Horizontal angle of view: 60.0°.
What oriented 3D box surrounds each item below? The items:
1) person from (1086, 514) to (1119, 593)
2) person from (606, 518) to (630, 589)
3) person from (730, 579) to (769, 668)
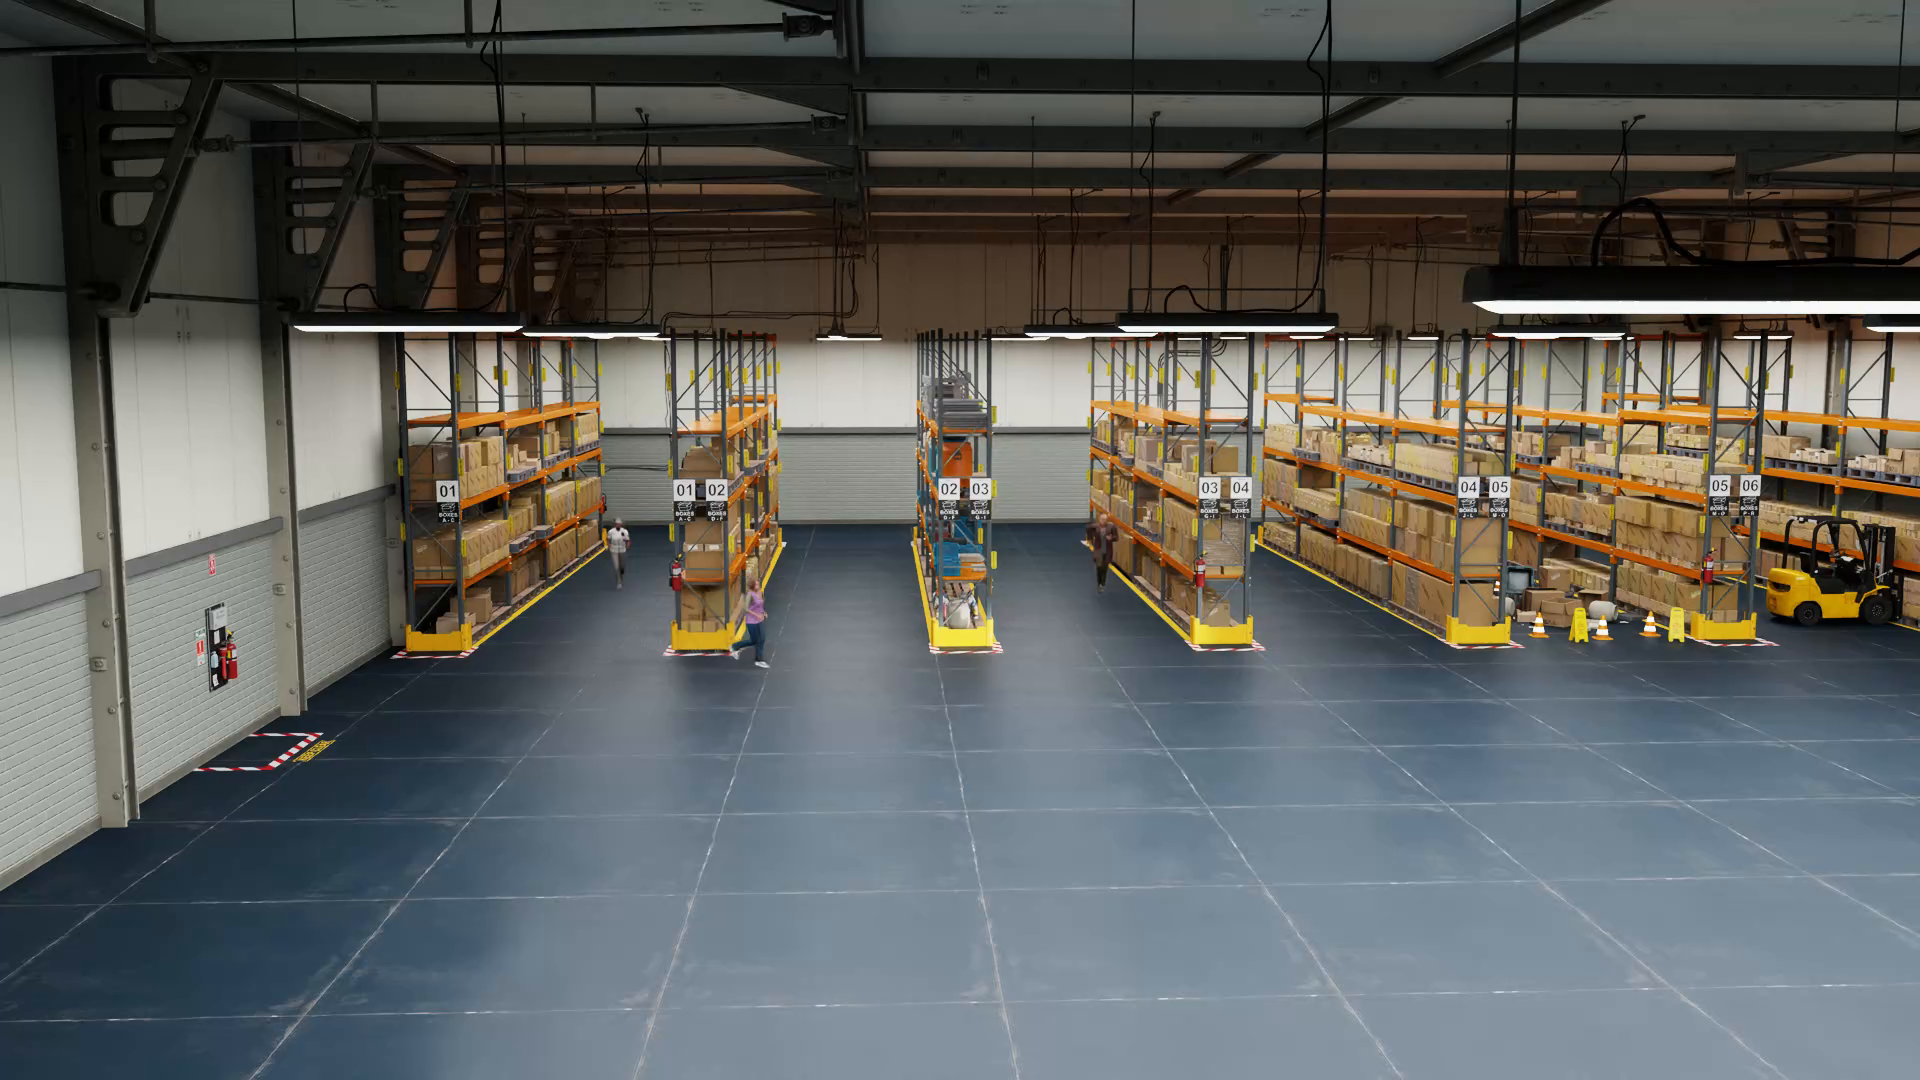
[{"bbox_3d":[3.115,0.290,36.397,0.691,1.747,0.929,0,7,-1],"label":"person"},{"bbox_3d":[-8.066,0.283,39.276,0.559,1.678,0.836,-2,7,-15],"label":"person"},{"bbox_3d":[-3.703,1.472,29.627,0.685,1.589,0.545,3,7,22],"label":"person"}]
